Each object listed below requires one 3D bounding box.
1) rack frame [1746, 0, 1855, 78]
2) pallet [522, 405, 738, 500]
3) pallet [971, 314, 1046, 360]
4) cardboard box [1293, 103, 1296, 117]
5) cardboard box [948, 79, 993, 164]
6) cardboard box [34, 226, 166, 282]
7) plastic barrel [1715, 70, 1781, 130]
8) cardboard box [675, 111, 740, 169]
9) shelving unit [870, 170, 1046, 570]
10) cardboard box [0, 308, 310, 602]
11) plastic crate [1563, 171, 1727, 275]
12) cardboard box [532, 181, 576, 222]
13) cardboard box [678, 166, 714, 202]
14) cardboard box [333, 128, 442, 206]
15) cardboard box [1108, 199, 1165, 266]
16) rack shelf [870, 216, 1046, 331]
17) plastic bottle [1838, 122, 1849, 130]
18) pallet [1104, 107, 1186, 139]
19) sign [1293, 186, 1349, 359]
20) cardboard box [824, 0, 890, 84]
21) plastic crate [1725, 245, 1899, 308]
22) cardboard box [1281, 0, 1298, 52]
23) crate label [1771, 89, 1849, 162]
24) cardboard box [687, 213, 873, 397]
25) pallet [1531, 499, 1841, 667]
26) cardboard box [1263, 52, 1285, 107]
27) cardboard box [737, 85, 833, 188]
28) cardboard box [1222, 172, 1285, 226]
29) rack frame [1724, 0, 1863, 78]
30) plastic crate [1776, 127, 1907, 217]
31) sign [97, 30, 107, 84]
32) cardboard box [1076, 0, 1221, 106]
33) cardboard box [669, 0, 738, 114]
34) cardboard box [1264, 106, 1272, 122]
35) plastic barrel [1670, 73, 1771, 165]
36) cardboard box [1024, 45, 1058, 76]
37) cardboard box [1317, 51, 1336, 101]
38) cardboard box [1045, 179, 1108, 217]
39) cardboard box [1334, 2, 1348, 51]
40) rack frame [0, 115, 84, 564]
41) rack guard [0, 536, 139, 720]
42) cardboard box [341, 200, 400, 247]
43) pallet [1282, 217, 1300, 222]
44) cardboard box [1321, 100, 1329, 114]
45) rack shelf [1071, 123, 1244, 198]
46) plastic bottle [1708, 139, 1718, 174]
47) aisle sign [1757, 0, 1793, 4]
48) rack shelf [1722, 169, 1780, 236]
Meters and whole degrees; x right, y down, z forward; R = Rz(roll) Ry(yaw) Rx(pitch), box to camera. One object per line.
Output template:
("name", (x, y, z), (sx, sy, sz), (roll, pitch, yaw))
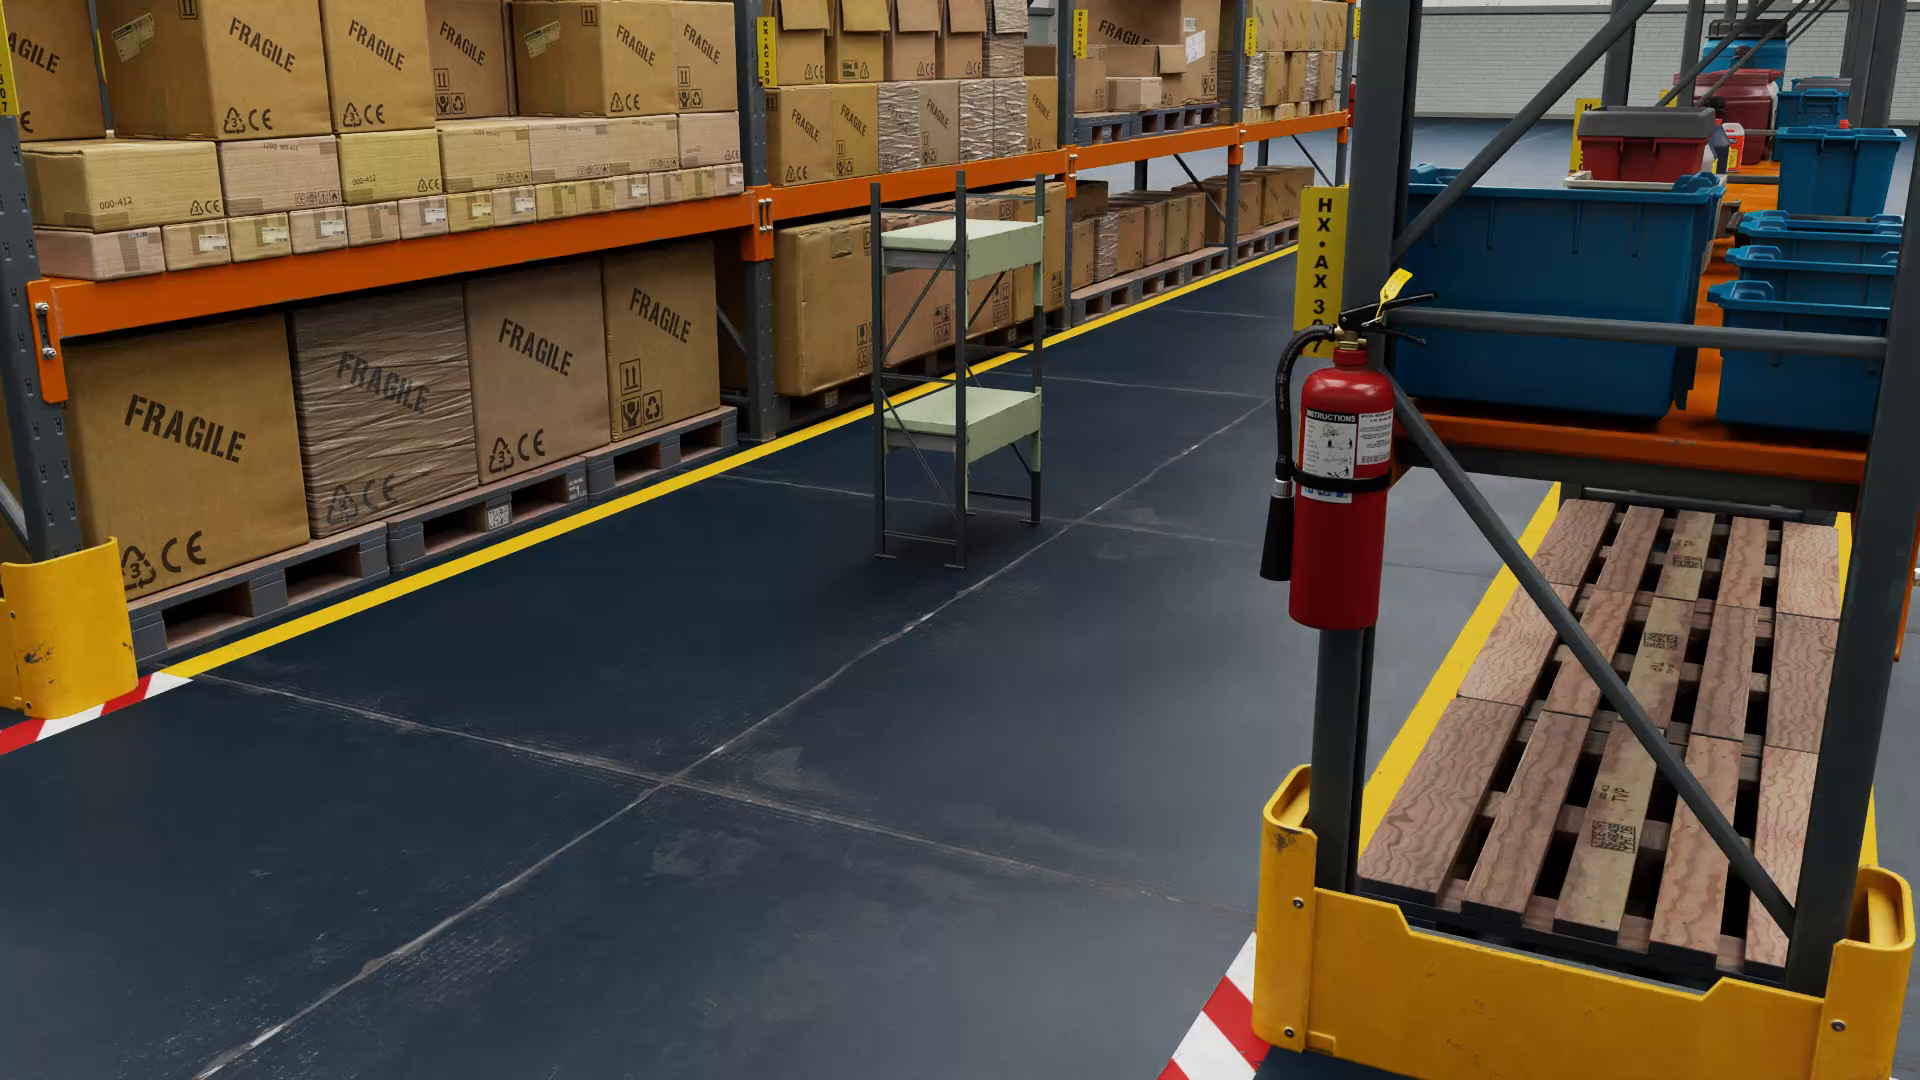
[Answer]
("rack frame", (8.345, -4.444, 16.717), (1.000, 3.000, 0.127), (8, 18, 25))
("pallet", (-1.858, -0.497, 8.326), (1.003, 0.211, 1.213), (8, 18, 25))
("pallet", (-0.080, -1.508, 11.732), (1.003, 0.211, 1.213), (8, 18, 25))
("cardboard box", (3.221, -4.404, 17.026), (0.380, 0.149, 0.250), (8, 18, 25))
("cardboard box", (-0.117, -2.668, 10.563), (0.500, 0.500, 0.500), (7, 18, 24))
("cardboard box", (-2.782, -0.926, 5.317), (0.380, 0.149, 0.250), (8, 18, 26))
("plastic barrel", (5.606, -3.087, 11.912), (0.433, 0.535, 0.433), (0, 17, 0))
("cardboard box", (-1.411, -1.942, 8.036), (0.500, 0.250, 0.500), (8, 18, 24))
("shelving unit", (0.003, -0.721, 6.817), (0.431, 1.500, 0.755), (8, 18, 25))
("cardboard box", (-3.021, -0.354, 5.944), (0.875, 0.875, 0.875), (8, 18, 25))
("plastic crate", (2.136, -0.994, 5.204), (0.437, 0.282, 0.530), (8, 18, 25))
("cardboard box", (-1.865, -1.450, 7.080), (0.380, 0.149, 0.250), (8, 18, 24))
("cardboard box", (-1.406, -1.712, 7.961), (0.380, 0.149, 0.250), (8, 19, 26))
("cardboard box", (-2.325, -1.418, 6.271), (0.500, 0.250, 0.500), (7, 18, 24))
("cardboard box", (1.353, -2.652, 14.304), (0.700, 0.500, 0.500), (6, 18, 21))
("rack shelf", (0.003, -1.095, 6.705), (0.431, 0.370, 0.720), (8, 18, 25))
("plastic bottle", (4.210, -1.818, 7.962), (0.144, 0.351, 0.185), (8, 18, 25))
("pallet", (1.187, -3.454, 13.721), (1.003, 0.211, 1.213), (8, 18, 25))
("sign", (0.696, -0.512, 3.195), (0.100, 0.325, 0.005), (8, 18, 25))
("cardboard box", (-0.853, -2.883, 9.526), (0.797, 0.503, 0.637), (8, 18, 26))
("plastic crate", (1.895, -0.506, 3.647), (0.416, 0.233, 0.300), (8, 18, 25))
("cardboard box", (3.001, -5.062, 16.345), (0.500, 0.500, 0.500), (8, 18, 25))
("crate label", (5.456, -2.642, 10.588), (0.502, 0.435, 0.616), (8, 18, 25))
("cardboard box", (-1.180, -1.366, 9.348), (1.225, 0.875, 0.875), (8, 18, 26))
("pallet", (2.689, 0.142, 6.176), (1.003, 0.211, 1.213), (8, 18, 25))
("cardboard box", (2.638, -4.475, 16.125), (0.875, 0.500, 0.500), (8, 18, 25))
("cardboard box", (-1.019, -2.151, 8.821), (0.500, 0.500, 0.500), (8, 18, 26))
("cardboard box", (3.087, -3.606, 17.551), (0.500, 0.500, 0.500), (10, 19, 30))
("rack frame", (6.558, -3.425, 13.287), (1.000, 3.000, 0.127), (8, 18, 25))
("plastic crate", (3.079, -1.246, 5.874), (0.392, 0.384, 0.575), (8, 18, 25))
("sign", (-5.351, -3.022, 10.410), (0.100, 0.325, 0.005), (8, 18, 25))
("cardboard box", (1.646, -4.359, 14.642), (1.000, 1.000, 1.000), (8, 18, 26))
("cardboard box", (-1.414, -2.296, 7.911), (0.500, 0.500, 0.500), (9, 19, 27))
("cardboard box", (2.805, -4.145, 16.154), (0.380, 0.149, 0.250), (8, 18, 25))
("plastic barrel", (4.707, -2.628, 10.365), (0.600, 0.536, 0.708), (8, 18, 25))
("cardboard box", (0.545, -3.428, 12.385), (0.500, 0.500, 0.500), (6, 17, 19))
("cardboard box", (3.528, -4.985, 17.842), (0.875, 0.500, 0.500), (8, 18, 25))
("cardboard box", (0.840, -2.719, 13.212), (0.500, 0.250, 0.500), (11, 20, 32))
("cardboard box", (3.889, -5.572, 18.063), (0.500, 0.500, 0.500), (8, 18, 25))
("rack frame", (-3.235, -0.998, 5.118), (1.000, 3.000, 0.127), (8, 18, 25))
("rack guard", (-3.246, 0.206, 5.453), (1.175, 0.500, 0.348), (8, 18, 25))
("cardboard box", (-2.324, -1.188, 6.199), (0.380, 0.149, 0.250), (8, 18, 24))
("pallet", (3.485, -3.515, 18.489), (1.003, 0.211, 1.213), (8, 18, 25))
("cardboard box", (3.793, -4.721, 18.091), (0.380, 0.149, 0.250), (8, 18, 25))
("rack shelf", (1.233, -3.201, 13.796), (1.077, 0.370, 4.000), (8, 18, 25))
("plastic bottle", (3.312, -1.668, 7.459), (0.144, 0.351, 0.185), (8, 18, 25))
("aisle sign", (8.115, -5.746, 16.535), (0.394, 0.787, 0.004), (8, 18, 25))
("rack shelf", (3.877, -1.552, 8.244), (1.077, 0.370, 4.000), (8, 18, 25))
